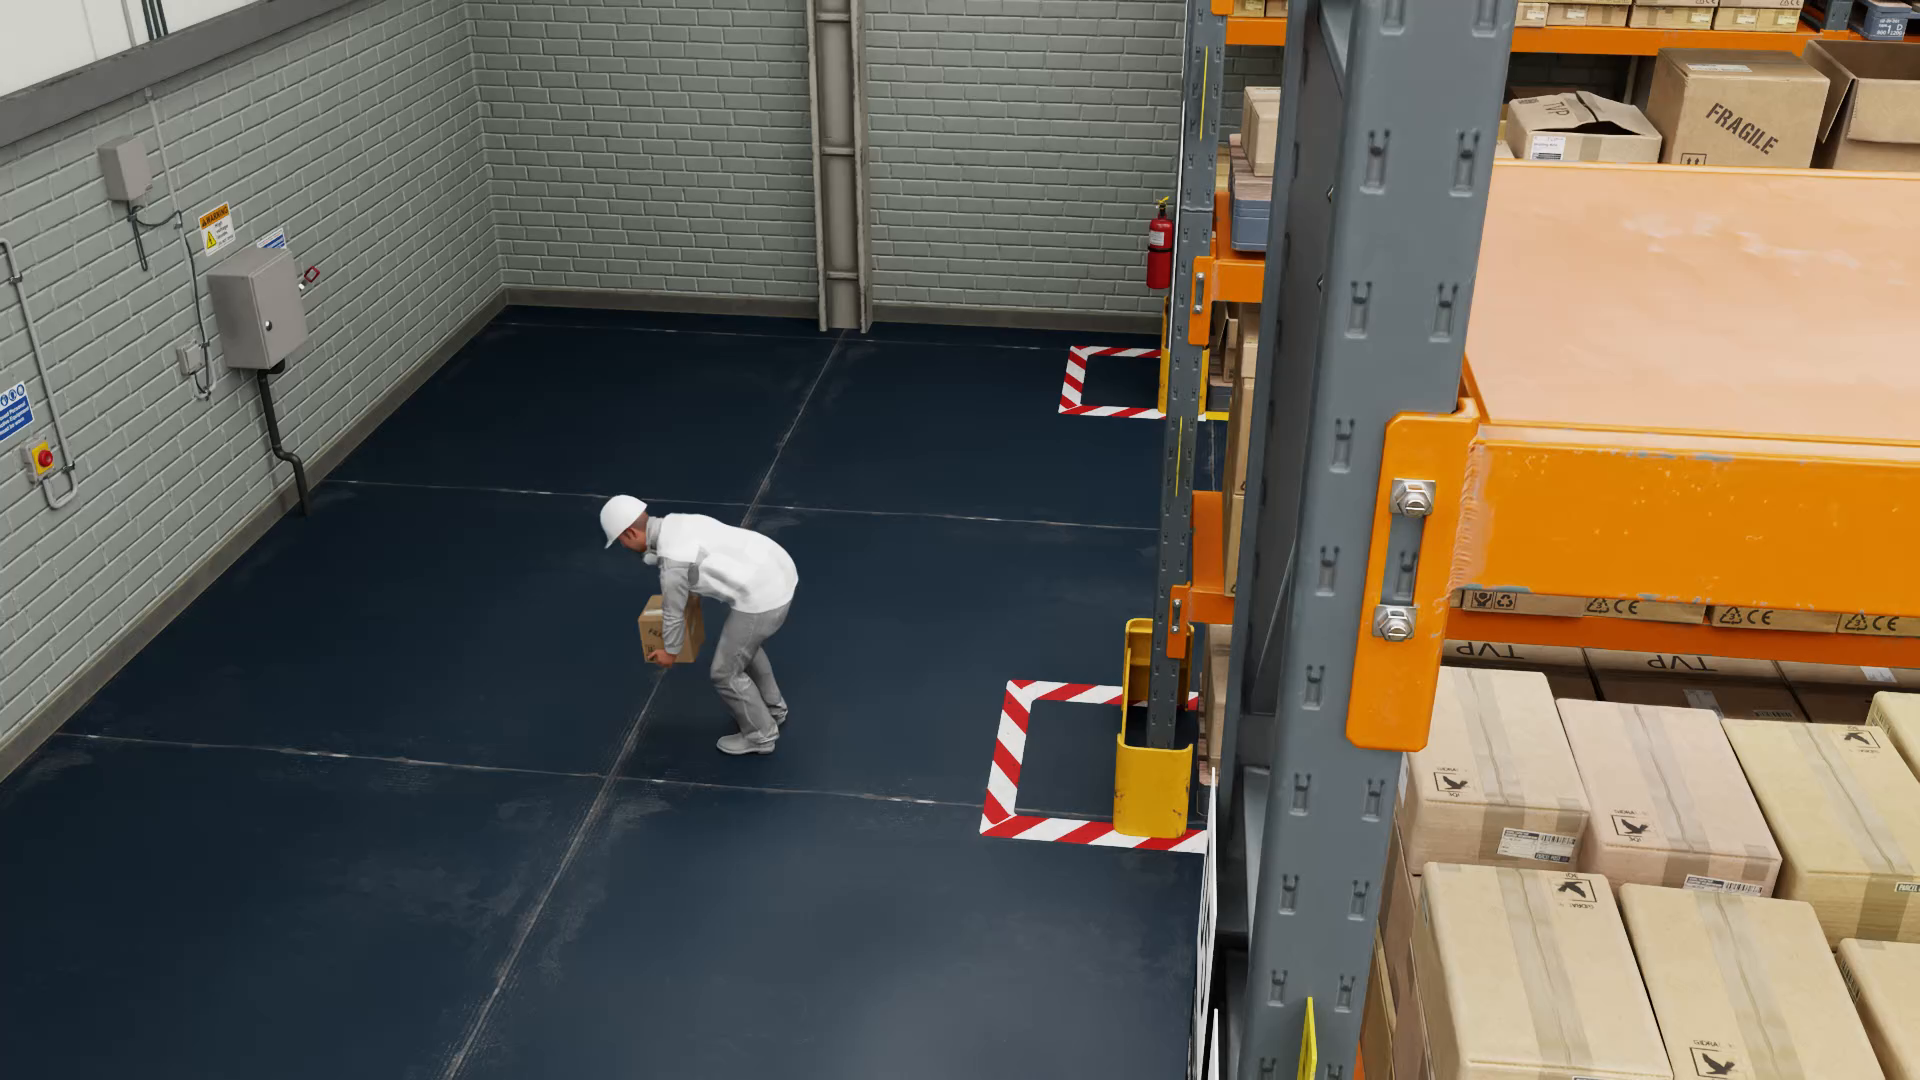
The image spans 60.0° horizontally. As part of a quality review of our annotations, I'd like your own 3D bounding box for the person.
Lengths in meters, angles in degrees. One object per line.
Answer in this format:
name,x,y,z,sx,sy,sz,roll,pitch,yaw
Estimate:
person,-1.274,0.402,8.294,0.936,1.351,0.471,2,28,5
